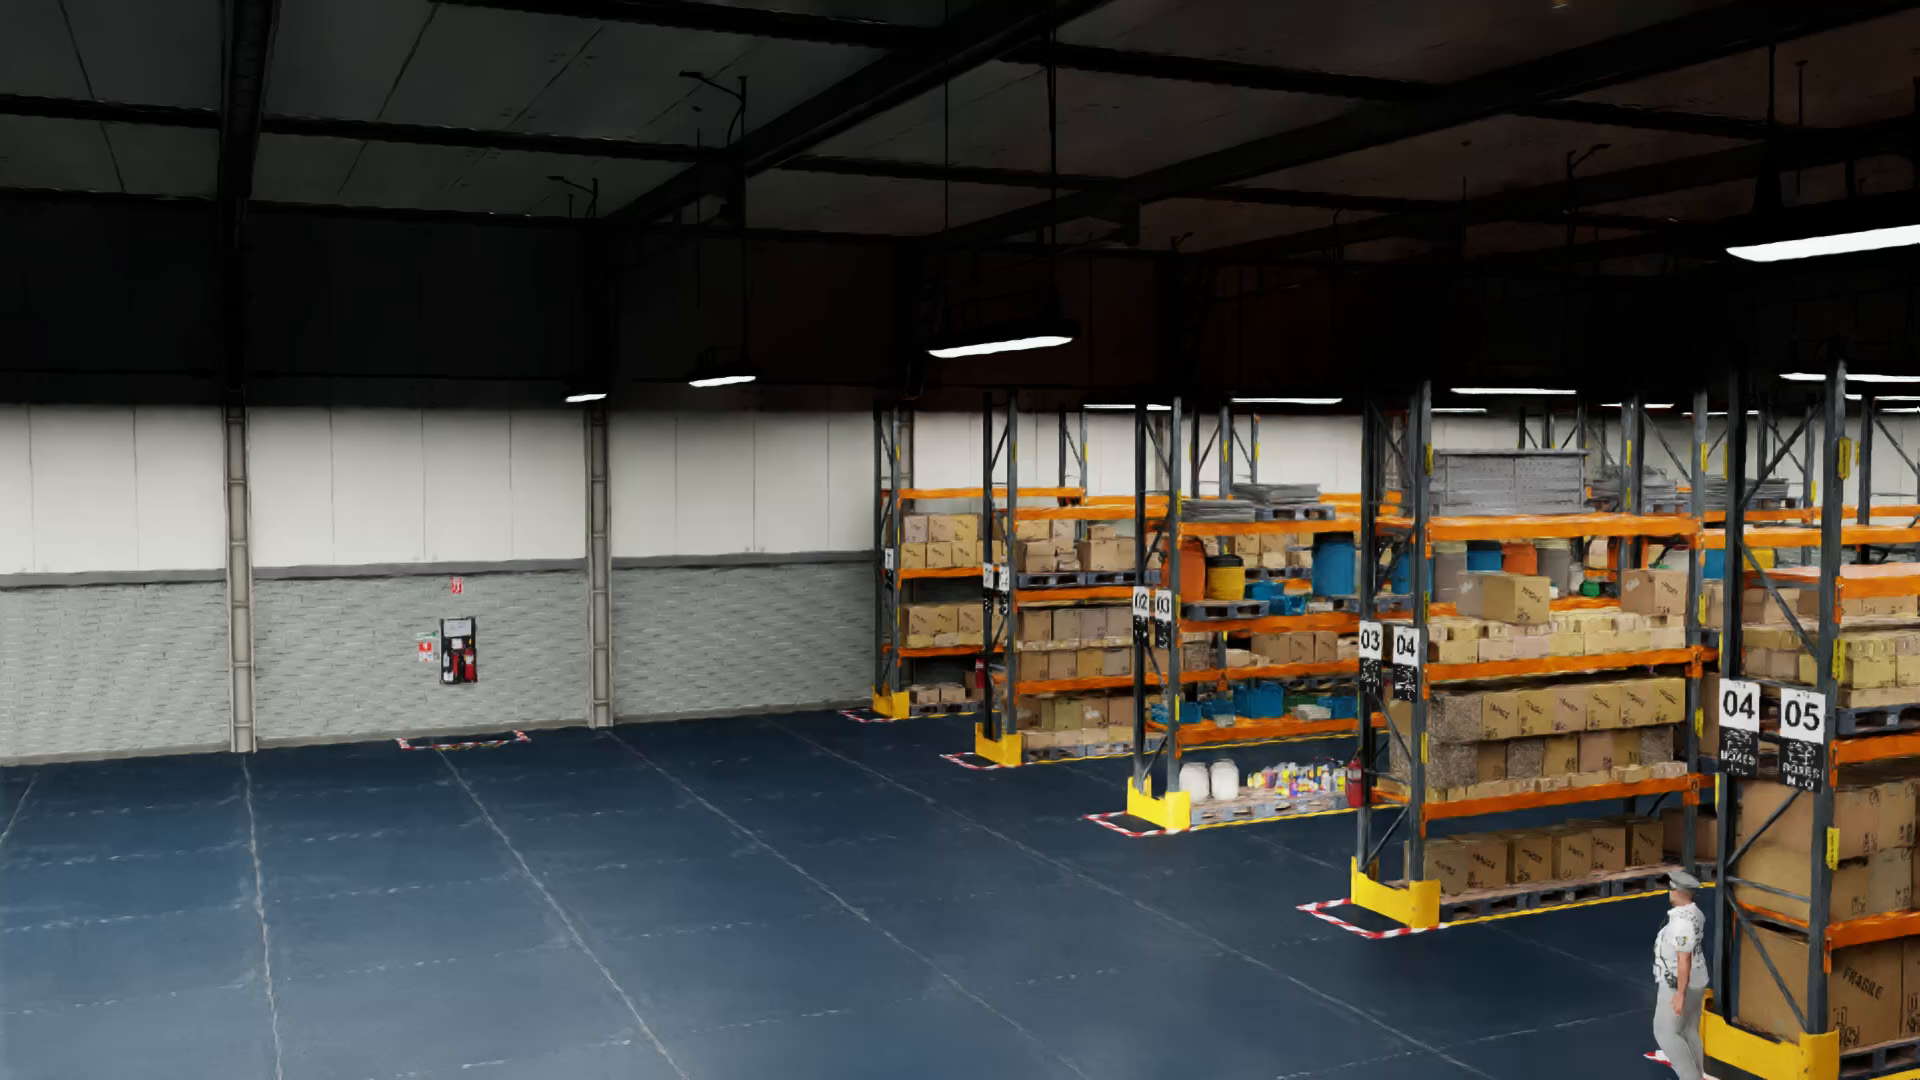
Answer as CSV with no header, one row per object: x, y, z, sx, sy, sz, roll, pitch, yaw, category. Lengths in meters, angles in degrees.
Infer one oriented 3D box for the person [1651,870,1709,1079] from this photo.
5.697,3.473,13.146,0.406,1.681,0.594,2,4,35,person
